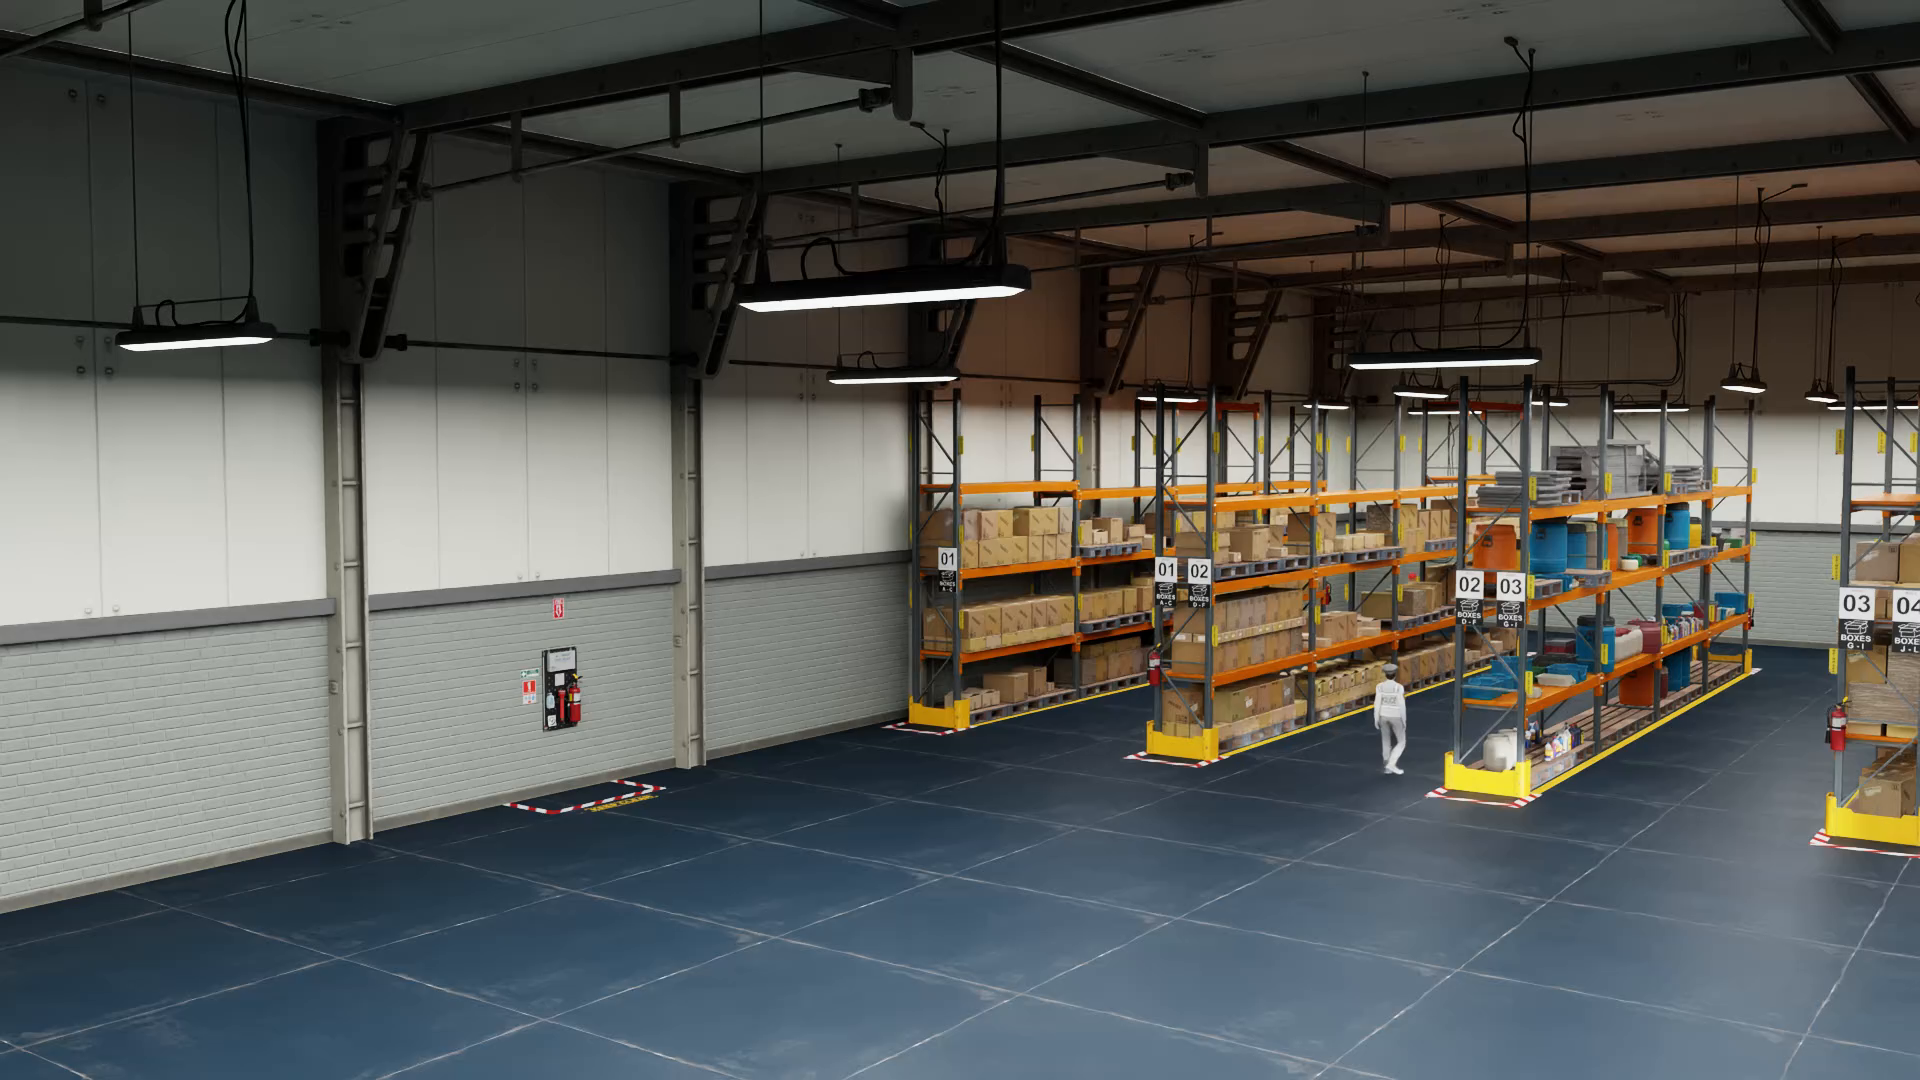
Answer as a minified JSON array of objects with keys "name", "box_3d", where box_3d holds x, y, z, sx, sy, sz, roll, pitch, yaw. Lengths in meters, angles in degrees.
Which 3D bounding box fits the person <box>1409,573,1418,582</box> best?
[{"name":"person","box_3d":[11.337,1.736,41.749,0.533,1.820,0.617,3,4,39]}]

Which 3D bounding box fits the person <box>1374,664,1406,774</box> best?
[{"name":"person","box_3d":[6.527,2.732,25.260,0.512,1.674,0.516,2,4,34]}]
